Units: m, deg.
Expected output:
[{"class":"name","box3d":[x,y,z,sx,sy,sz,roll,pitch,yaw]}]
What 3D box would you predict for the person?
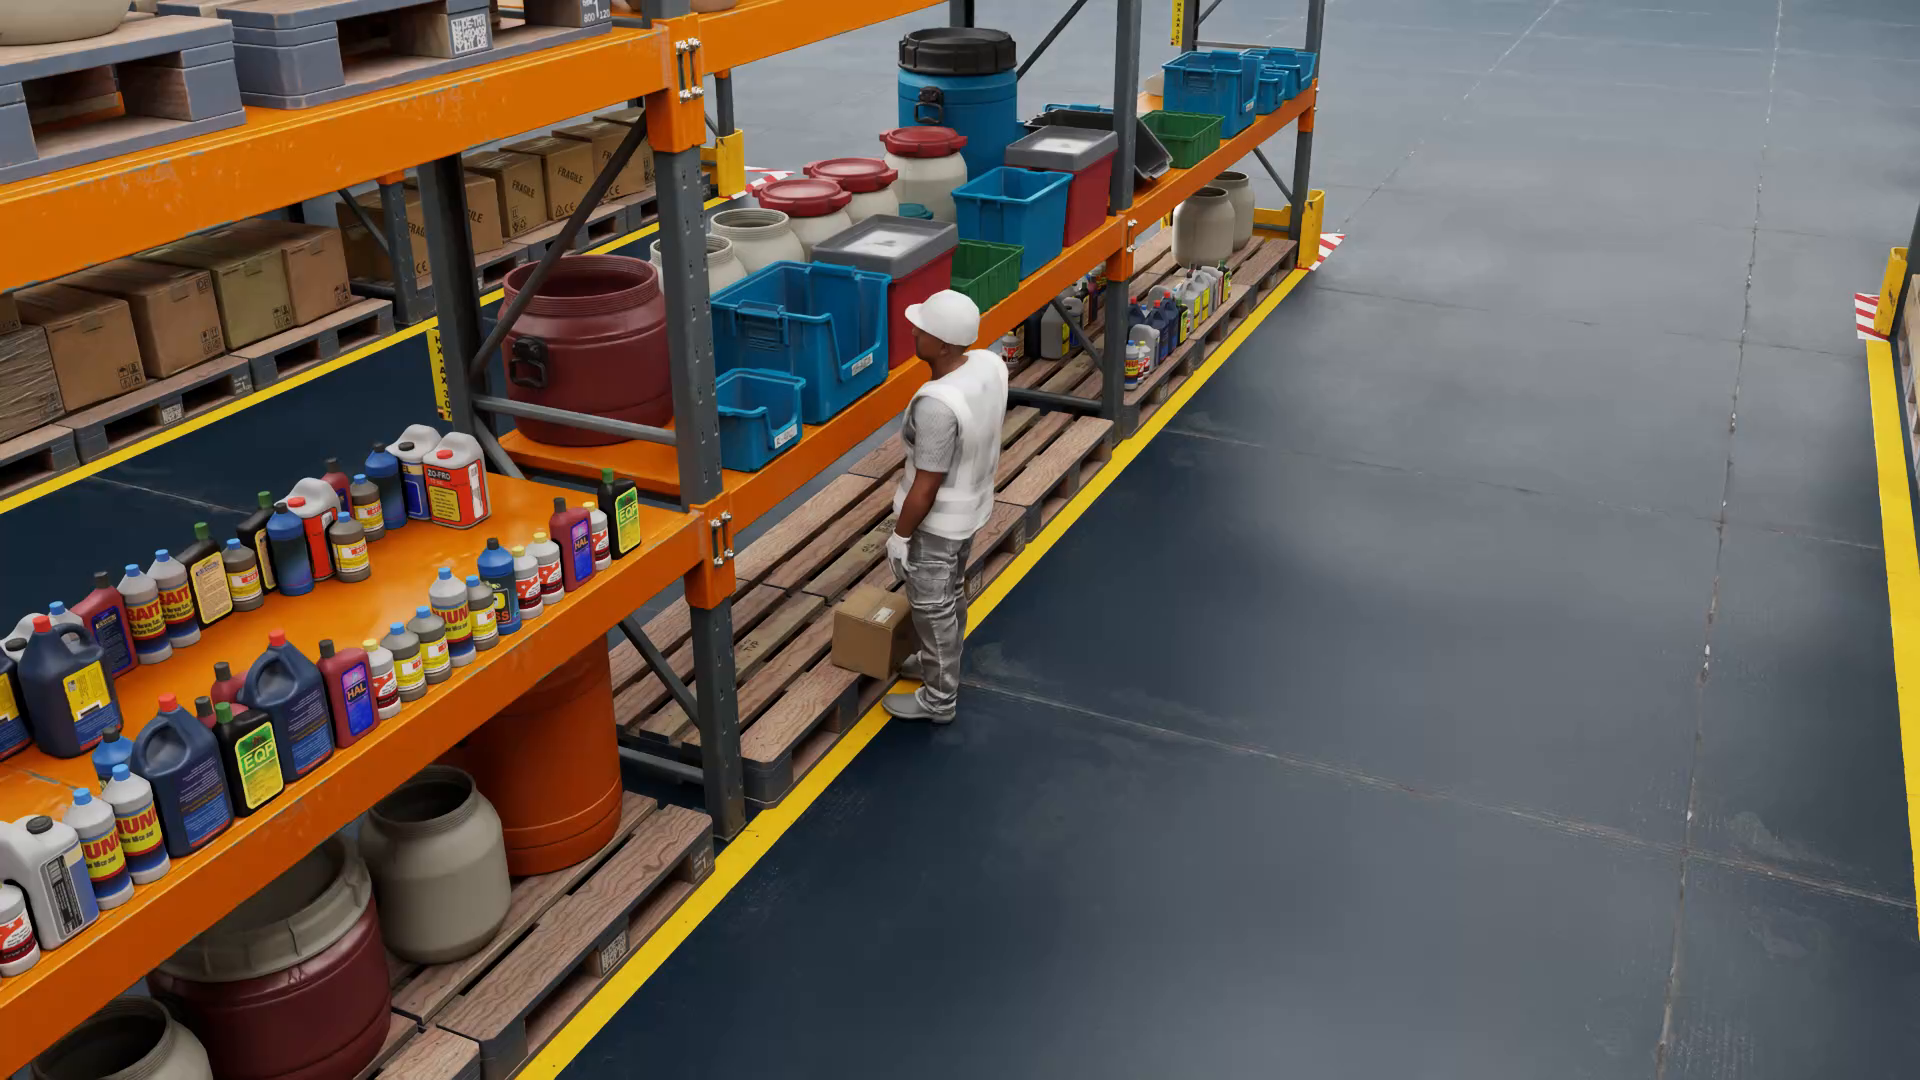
[{"class":"person","box3d":[-0.136,-0.115,6.306,0.576,1.784,0.657,11,28,22]}]
